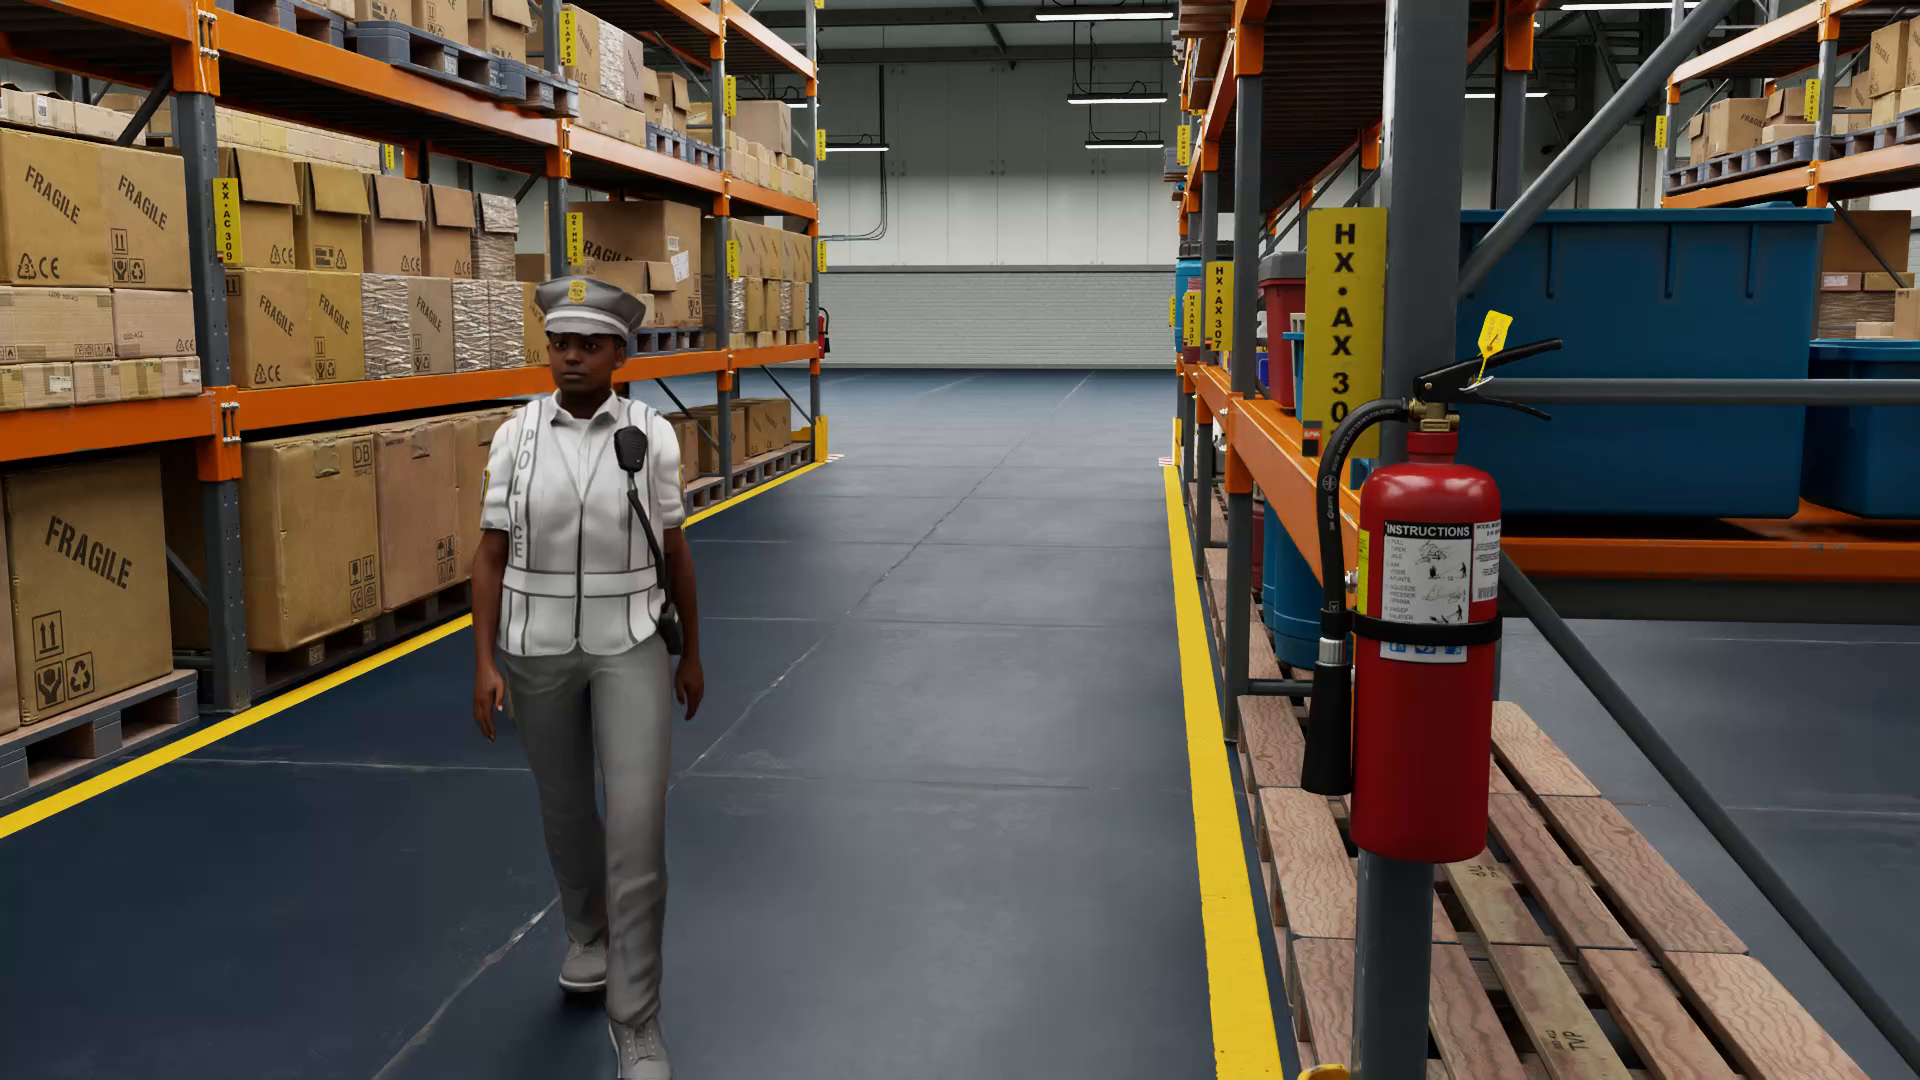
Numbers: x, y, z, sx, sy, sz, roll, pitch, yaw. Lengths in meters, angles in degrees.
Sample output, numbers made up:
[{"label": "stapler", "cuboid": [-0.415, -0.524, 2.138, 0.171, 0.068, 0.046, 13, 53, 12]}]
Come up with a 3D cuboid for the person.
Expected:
[{"label": "person", "cuboid": [-0.825, 0.284, 3.657, 0.484, 1.706, 0.788, -1, 8, -4]}]
